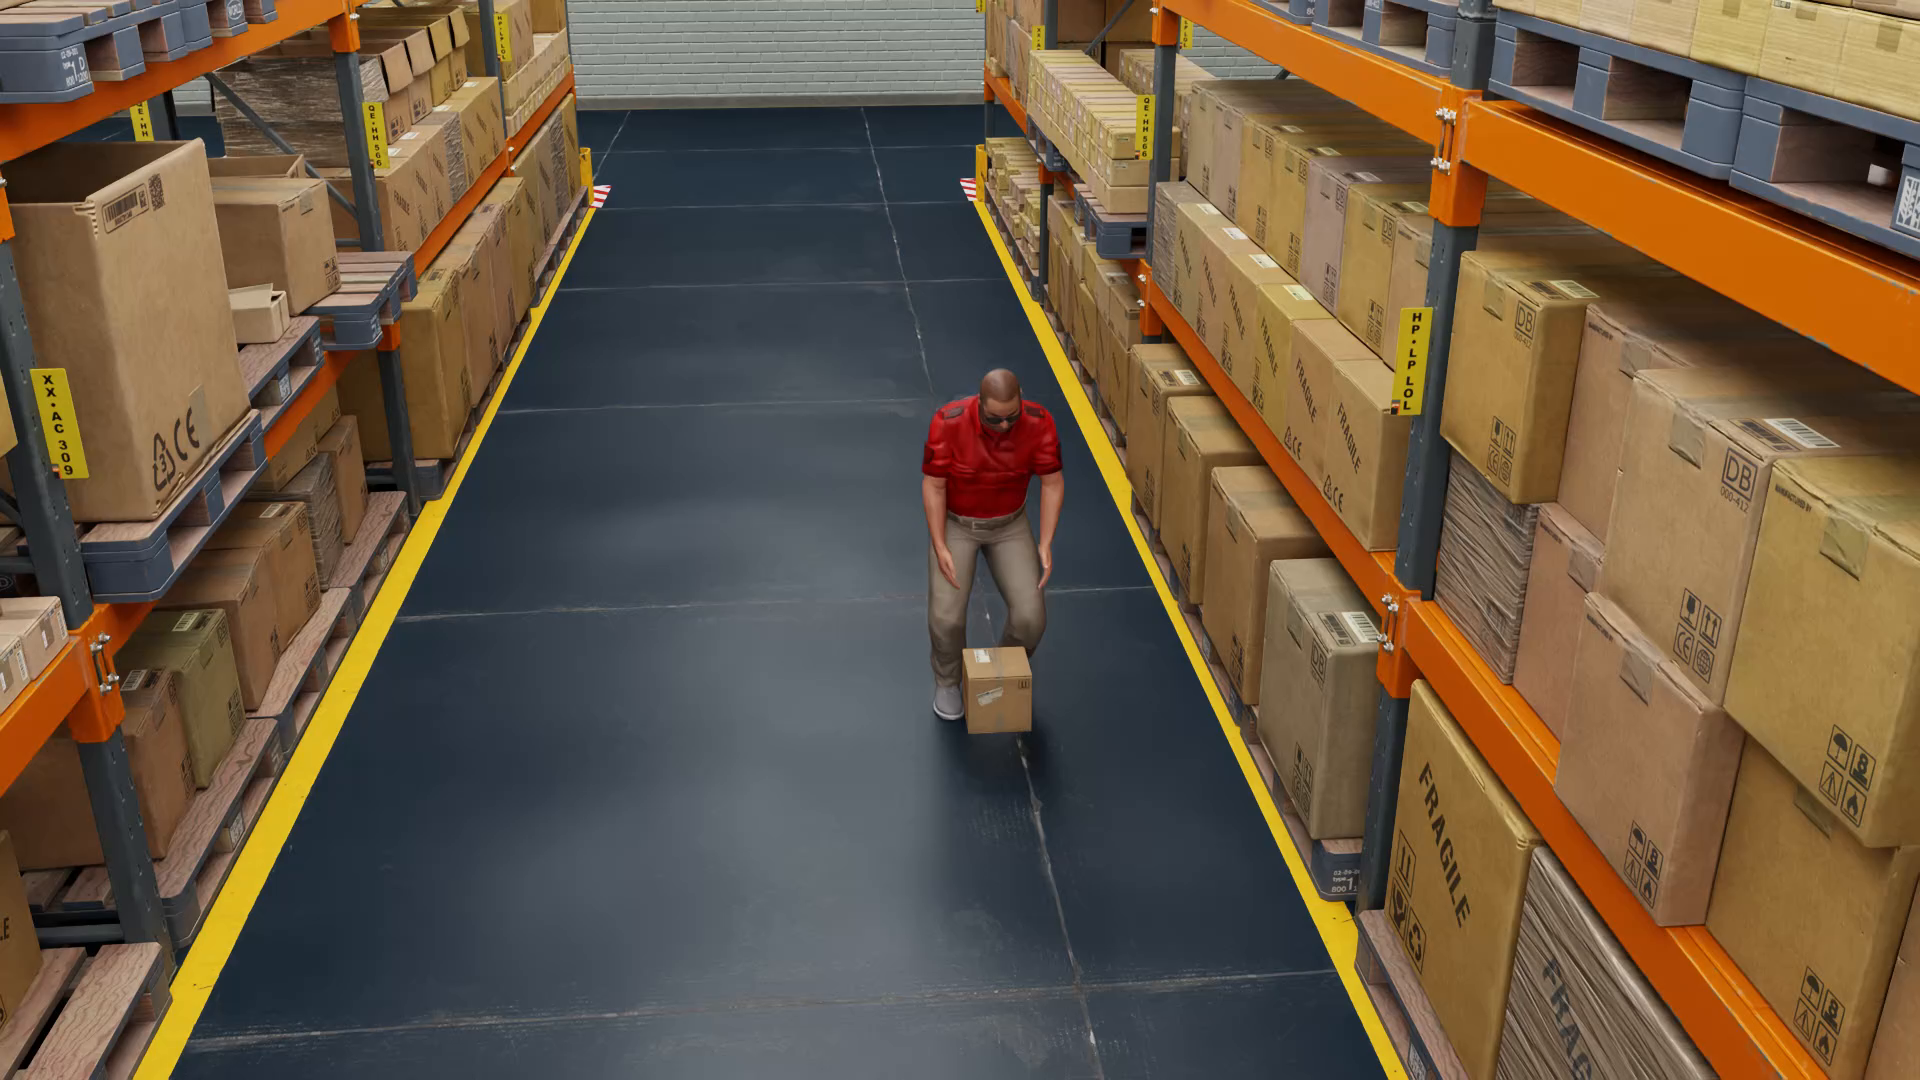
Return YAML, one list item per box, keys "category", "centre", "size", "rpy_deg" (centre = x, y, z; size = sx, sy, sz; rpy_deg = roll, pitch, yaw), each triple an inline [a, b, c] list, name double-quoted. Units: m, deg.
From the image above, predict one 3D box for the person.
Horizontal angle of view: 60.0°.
- category: "person"
  centre: [0.131, -0.012, 6.866]
  size: [0.581, 1.566, 0.574]
  rpy_deg: [-2, 24, -4]
